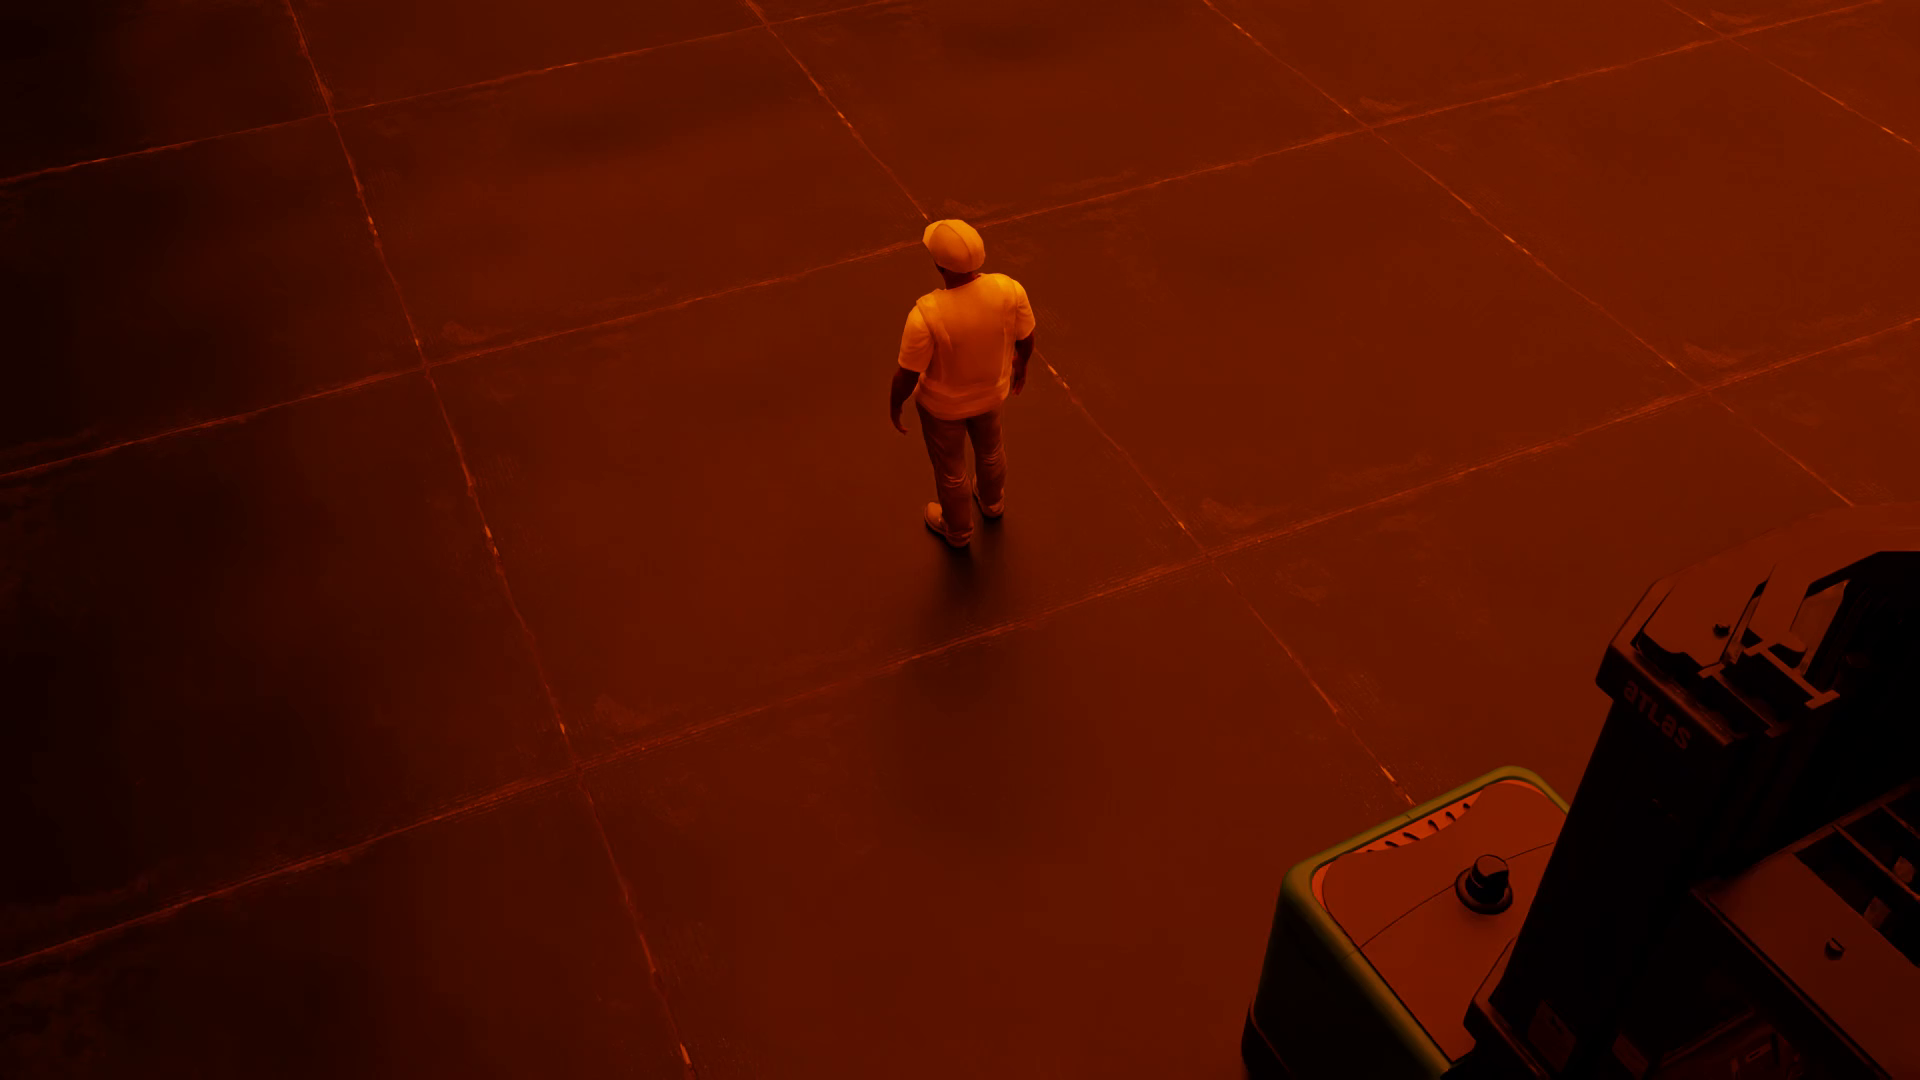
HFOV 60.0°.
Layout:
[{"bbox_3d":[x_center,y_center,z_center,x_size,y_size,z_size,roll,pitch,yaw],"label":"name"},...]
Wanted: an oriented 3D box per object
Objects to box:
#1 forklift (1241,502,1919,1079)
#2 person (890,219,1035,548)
[{"bbox_3d":[2.118,1.478,4.096,1.130,2.935,3.031,-20,47,-20],"label":"forklift"},{"bbox_3d":[-0.024,-0.696,7.269,0.665,1.768,0.575,-18,46,-18],"label":"person"}]
